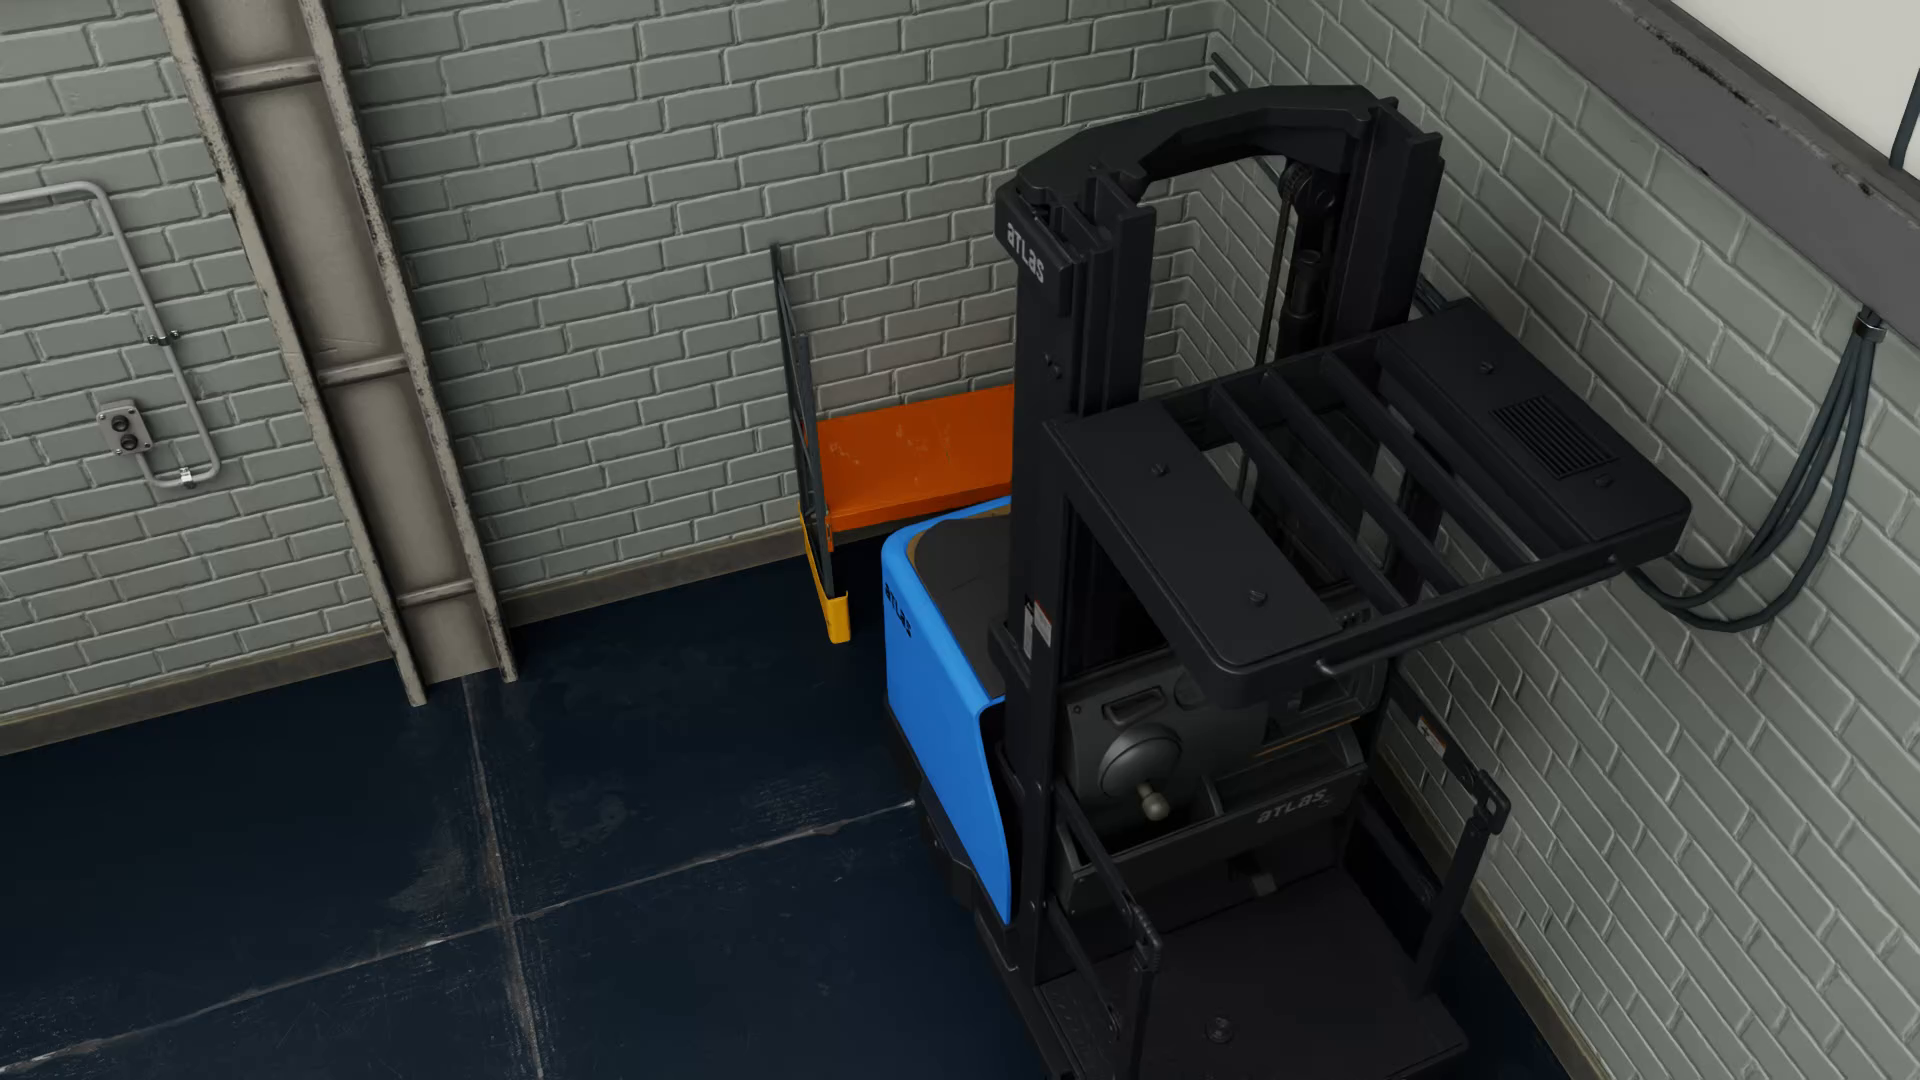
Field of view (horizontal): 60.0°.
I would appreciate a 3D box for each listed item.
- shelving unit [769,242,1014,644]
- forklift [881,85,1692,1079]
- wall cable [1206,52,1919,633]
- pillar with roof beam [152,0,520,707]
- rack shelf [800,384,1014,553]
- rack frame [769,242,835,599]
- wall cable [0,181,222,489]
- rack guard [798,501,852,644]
[{"bbox_3d":[-0.054,-0.421,6.079,1.083,1.500,0.587,-12,49,-10],"label":"shelving unit"},{"bbox_3d":[0.791,0.521,4.161,1.130,2.935,3.031,-17,48,-17],"label":"forklift"},{"bbox_3d":[1.307,-1.510,4.094,0.112,2.526,3.097,-14,47,-14],"label":"wall cable"},{"bbox_3d":[-0.427,0.158,0.239,0.400,9.000,9.100,-14,47,-14],"label":"pillar with roof beam"},{"bbox_3d":[-0.061,-0.299,6.211,1.000,0.185,0.538,-12,49,-10],"label":"rack shelf"},{"bbox_3d":[-0.554,-0.318,5.993,0.032,1.500,0.500,-12,49,-10],"label":"rack frame"},{"bbox_3d":[-3.251,-0.663,4.576,1.851,1.984,0.084,-14,47,-14],"label":"wall cable"},{"bbox_3d":[-0.528,0.098,6.459,0.087,0.250,0.587,-12,49,-10],"label":"rack guard"}]
